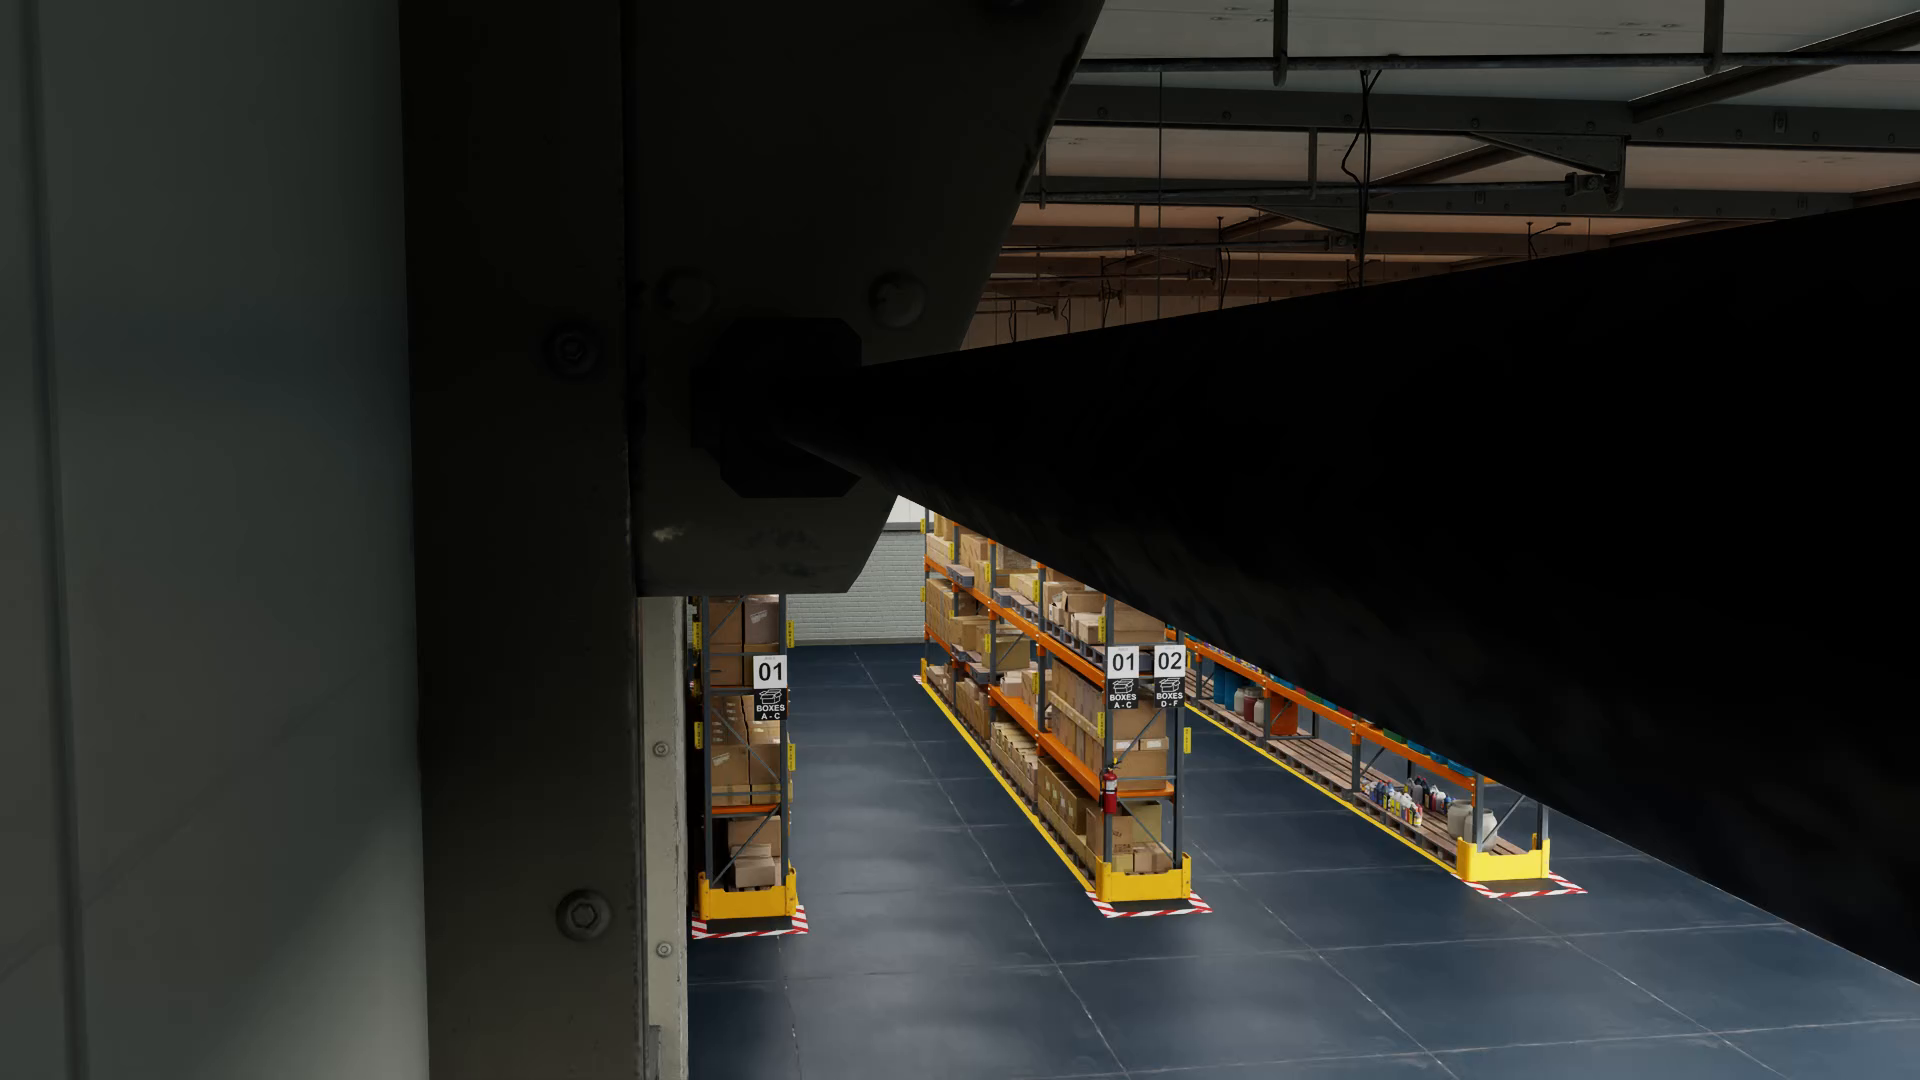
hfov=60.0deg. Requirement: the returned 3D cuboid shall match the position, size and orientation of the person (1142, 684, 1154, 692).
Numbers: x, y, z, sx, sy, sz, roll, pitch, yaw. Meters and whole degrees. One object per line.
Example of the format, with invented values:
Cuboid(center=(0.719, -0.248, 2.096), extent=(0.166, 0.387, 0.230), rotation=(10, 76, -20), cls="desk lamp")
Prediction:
Cuboid(center=(3.773, 2.616, 32.520), extent=(0.748, 1.729, 0.584), rotation=(0, 5, 3), cls="person")
